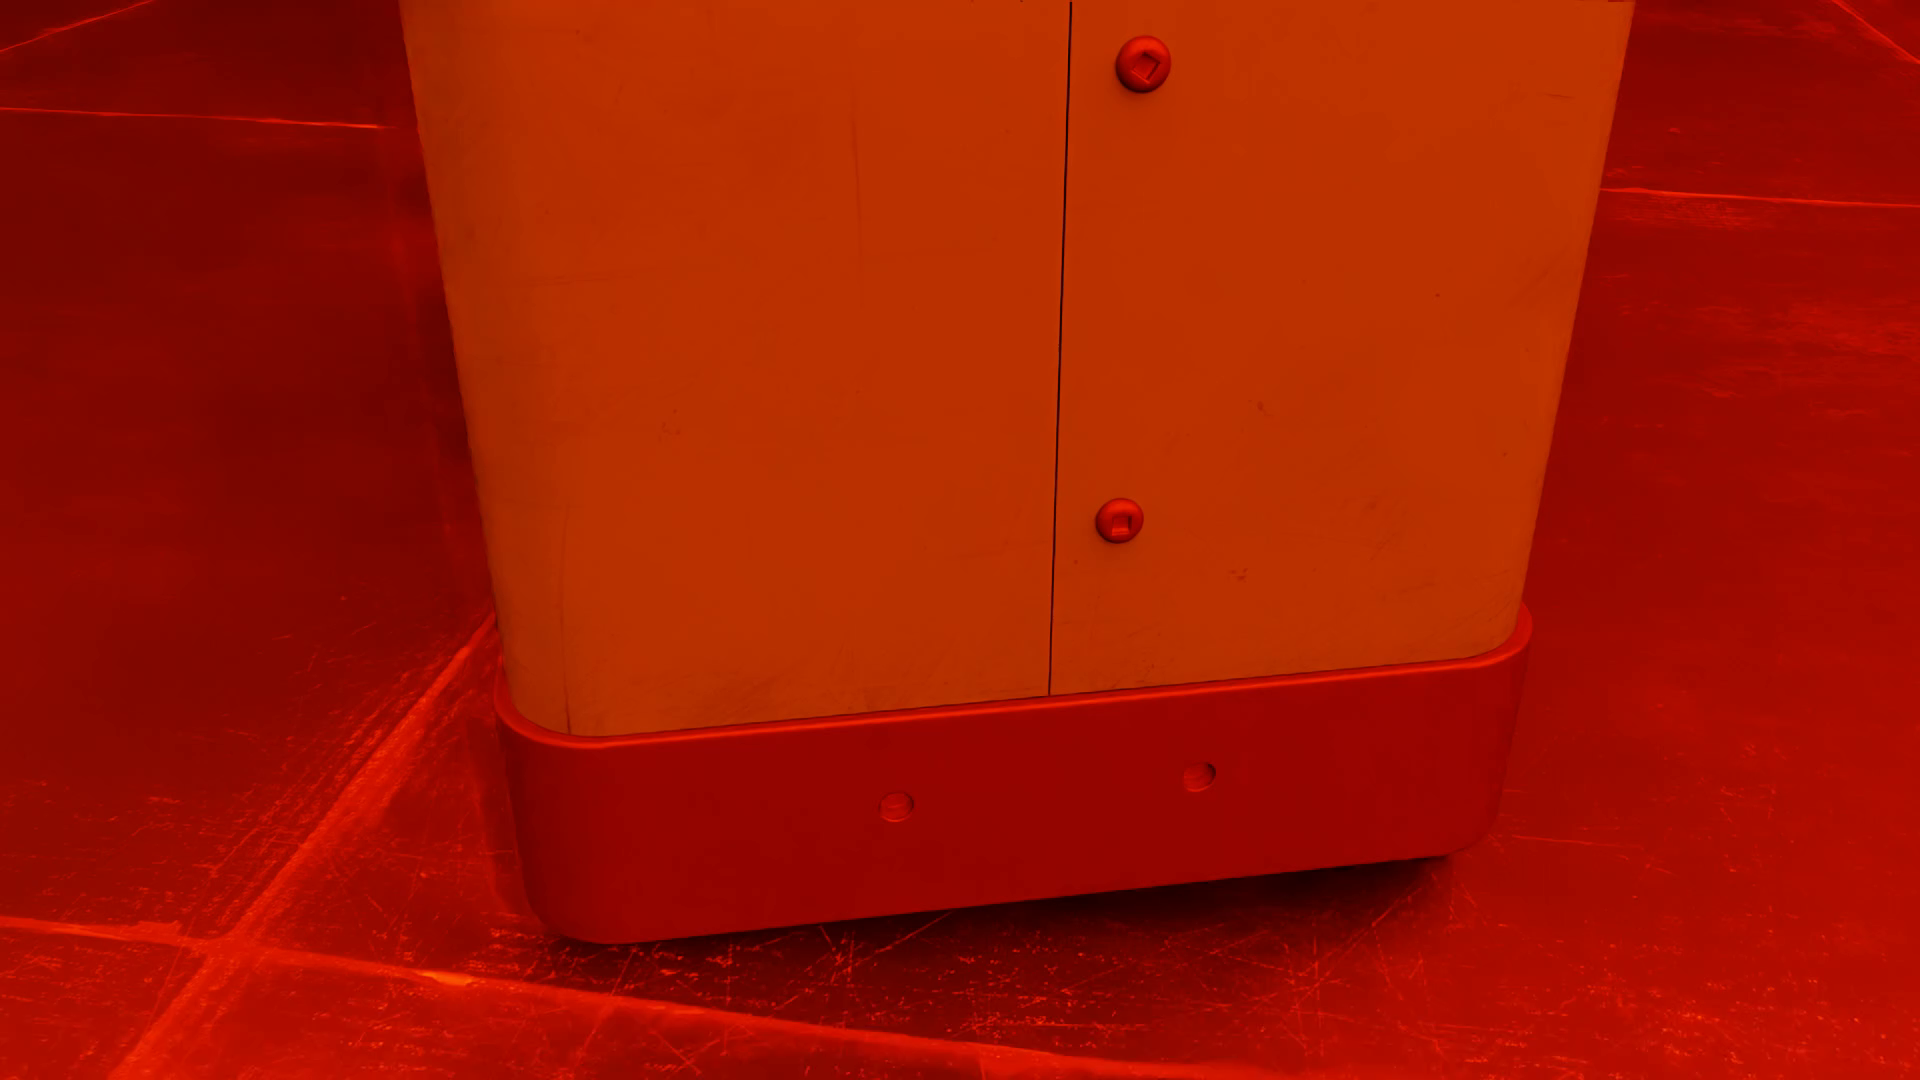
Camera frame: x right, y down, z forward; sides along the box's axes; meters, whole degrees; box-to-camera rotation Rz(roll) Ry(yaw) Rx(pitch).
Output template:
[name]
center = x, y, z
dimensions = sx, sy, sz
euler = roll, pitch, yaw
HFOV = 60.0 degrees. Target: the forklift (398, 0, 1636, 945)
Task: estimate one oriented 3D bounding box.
[forklift]
center = -0.151, -1.578, 2.324
dimensions = 1.130, 2.935, 3.031
euler = -4, 29, -8
